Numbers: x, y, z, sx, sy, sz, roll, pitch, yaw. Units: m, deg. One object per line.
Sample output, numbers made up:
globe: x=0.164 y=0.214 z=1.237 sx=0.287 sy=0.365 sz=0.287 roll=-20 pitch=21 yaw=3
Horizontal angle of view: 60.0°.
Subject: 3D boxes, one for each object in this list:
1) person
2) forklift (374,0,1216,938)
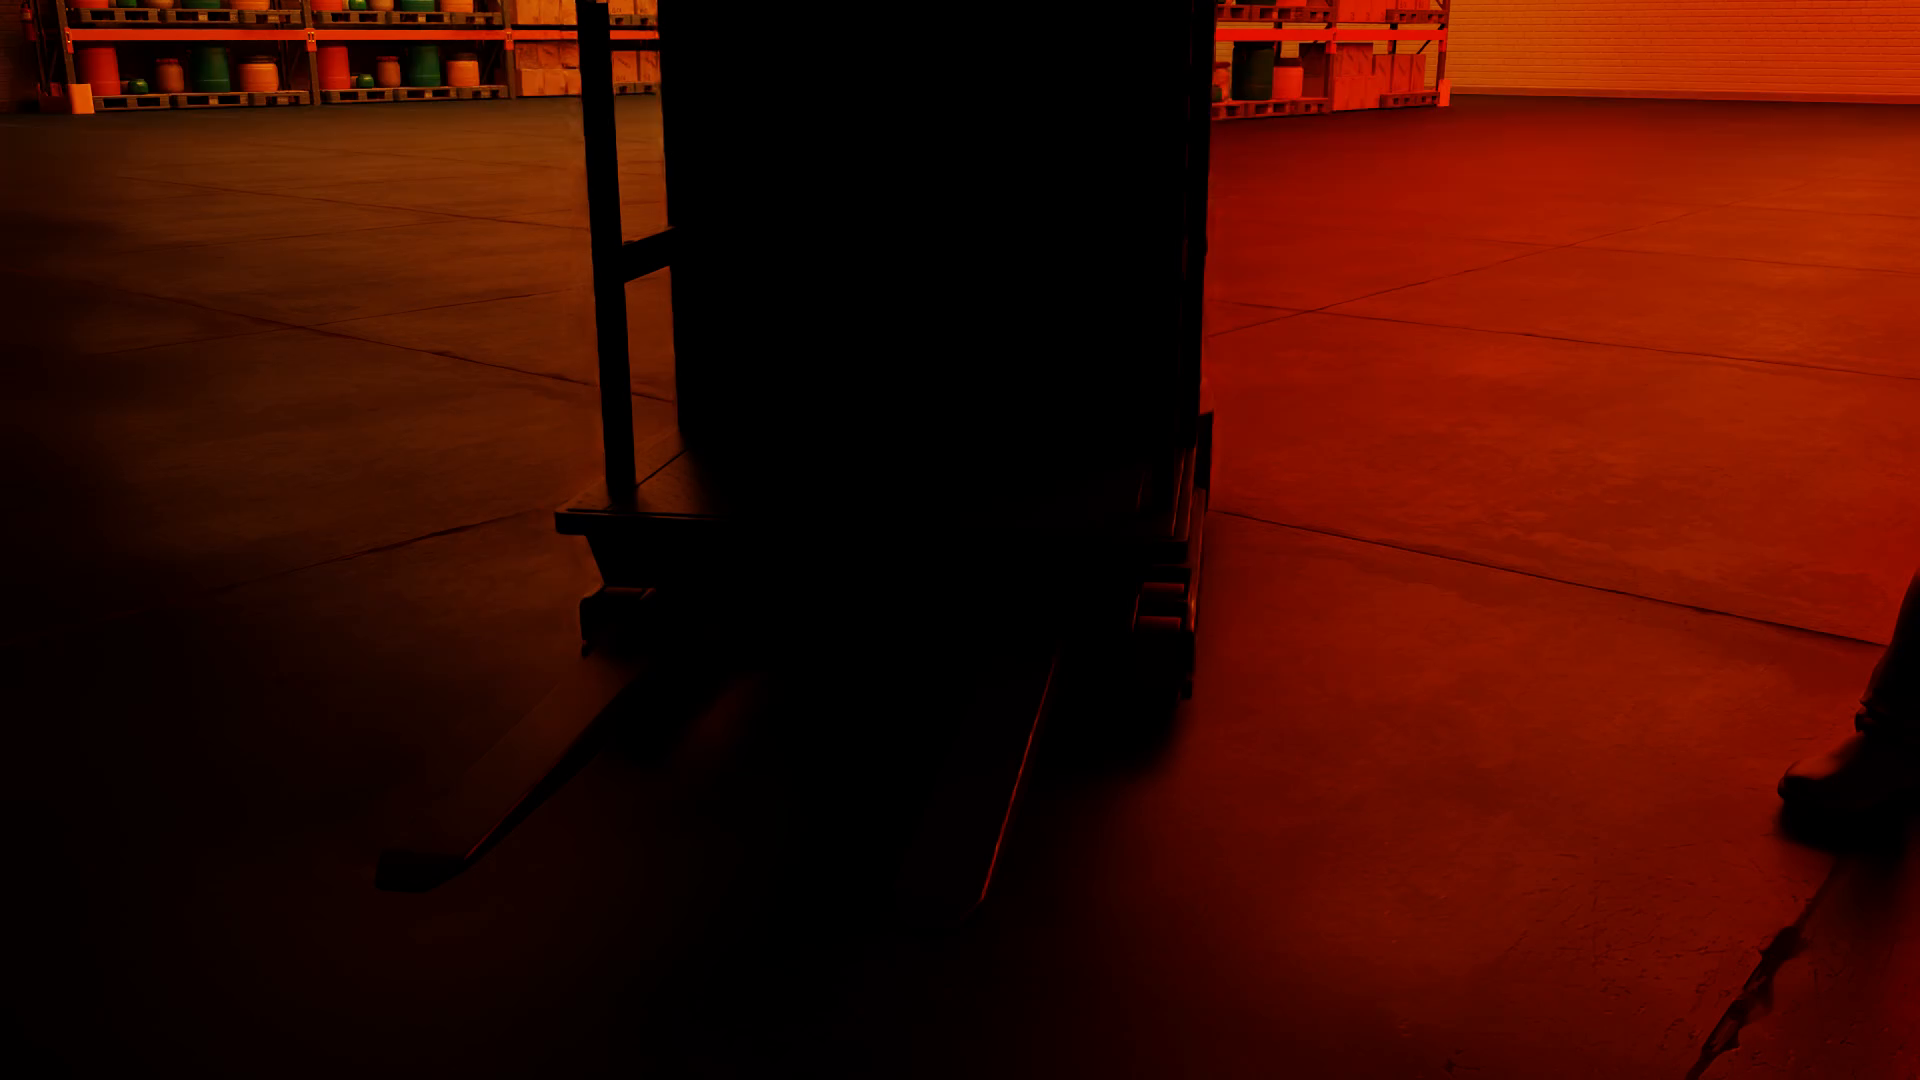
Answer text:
person: x=1.648 y=-0.419 z=2.247 sx=0.563 sy=1.775 sz=0.633 roll=-12 pitch=21 yaw=-35
forklift: x=-0.092 y=-1.216 z=2.904 sx=1.130 sy=2.935 sz=3.031 roll=3 pitch=17 yaw=9
